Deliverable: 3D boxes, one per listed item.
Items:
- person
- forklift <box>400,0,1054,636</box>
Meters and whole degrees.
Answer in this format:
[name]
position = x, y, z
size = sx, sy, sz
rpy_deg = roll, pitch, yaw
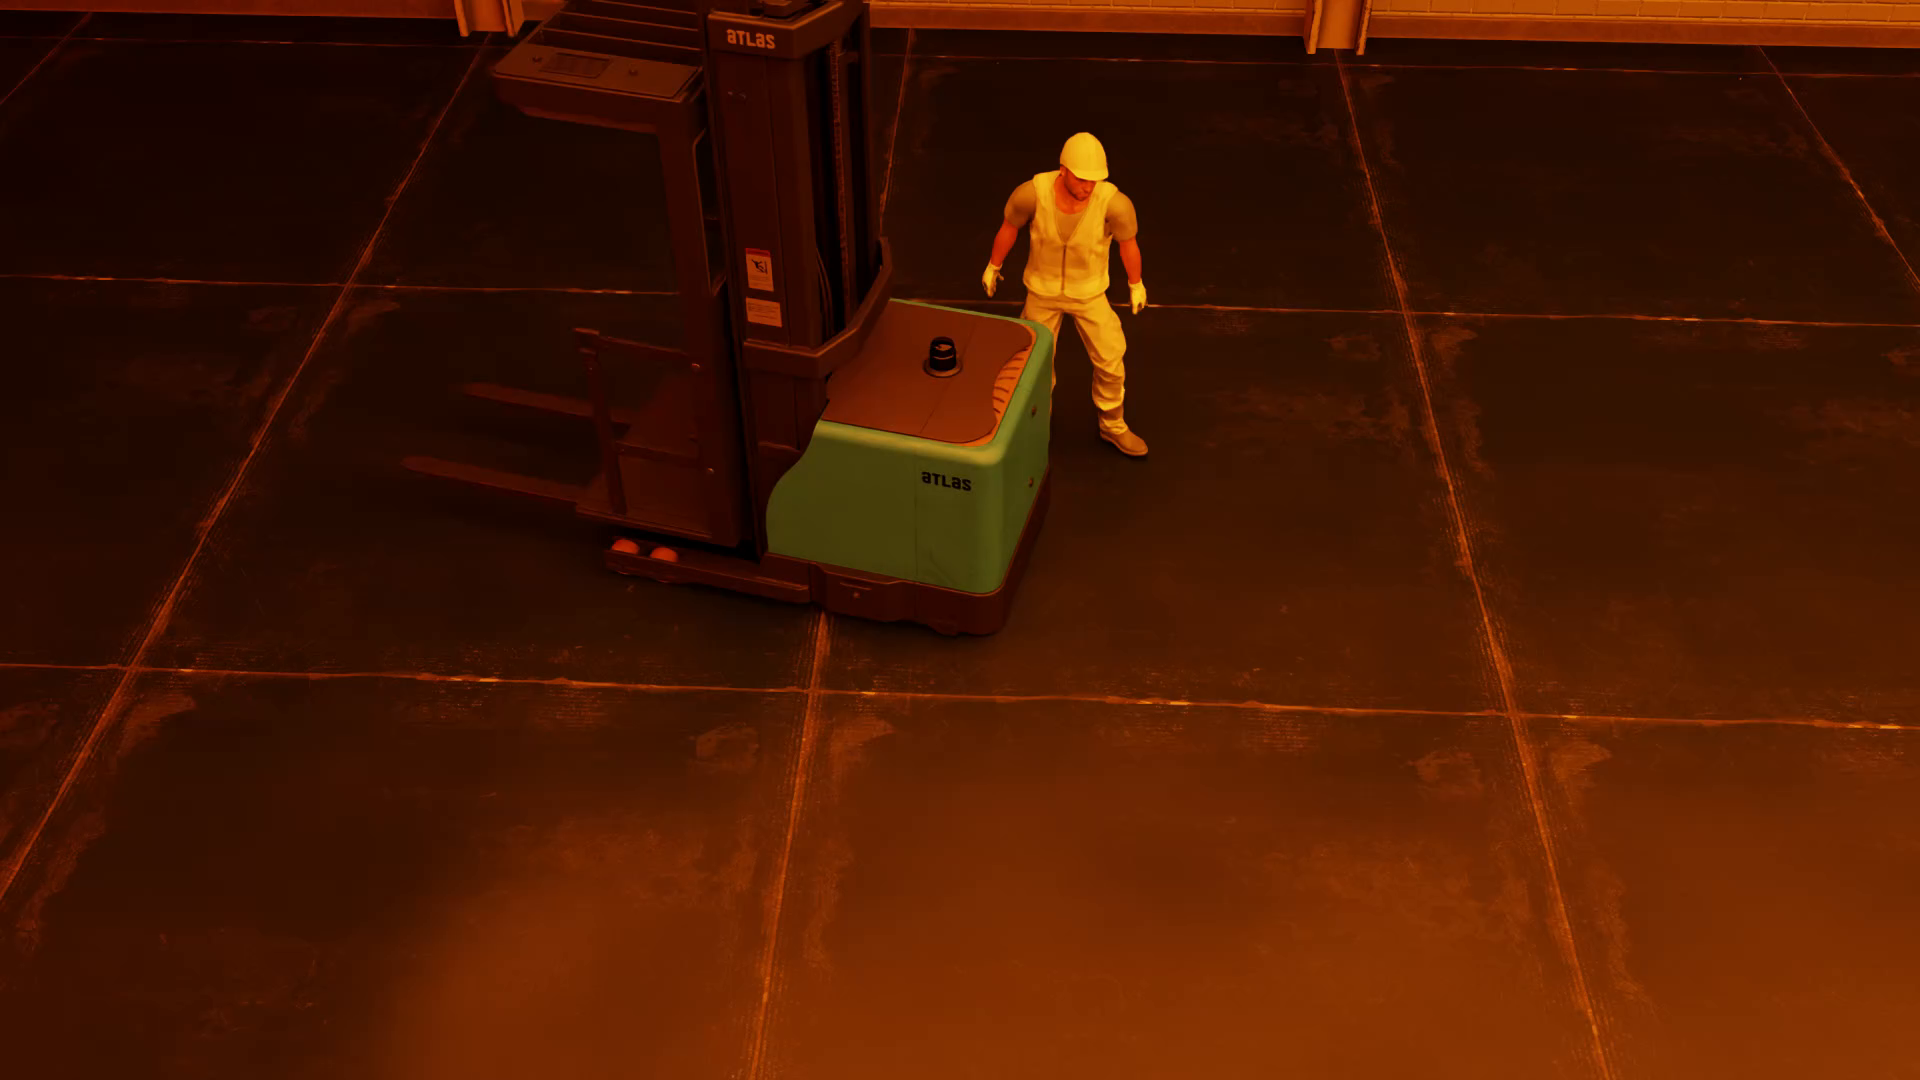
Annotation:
[person]
position = 0.524, -1.167, 7.910
size = 0.876, 1.749, 0.450
rpy_deg = 5, 43, 6
[forklift]
position = -1.146, -1.215, 7.073
size = 3.031, 2.935, 1.130
rpy_deg = 11, 44, 12
